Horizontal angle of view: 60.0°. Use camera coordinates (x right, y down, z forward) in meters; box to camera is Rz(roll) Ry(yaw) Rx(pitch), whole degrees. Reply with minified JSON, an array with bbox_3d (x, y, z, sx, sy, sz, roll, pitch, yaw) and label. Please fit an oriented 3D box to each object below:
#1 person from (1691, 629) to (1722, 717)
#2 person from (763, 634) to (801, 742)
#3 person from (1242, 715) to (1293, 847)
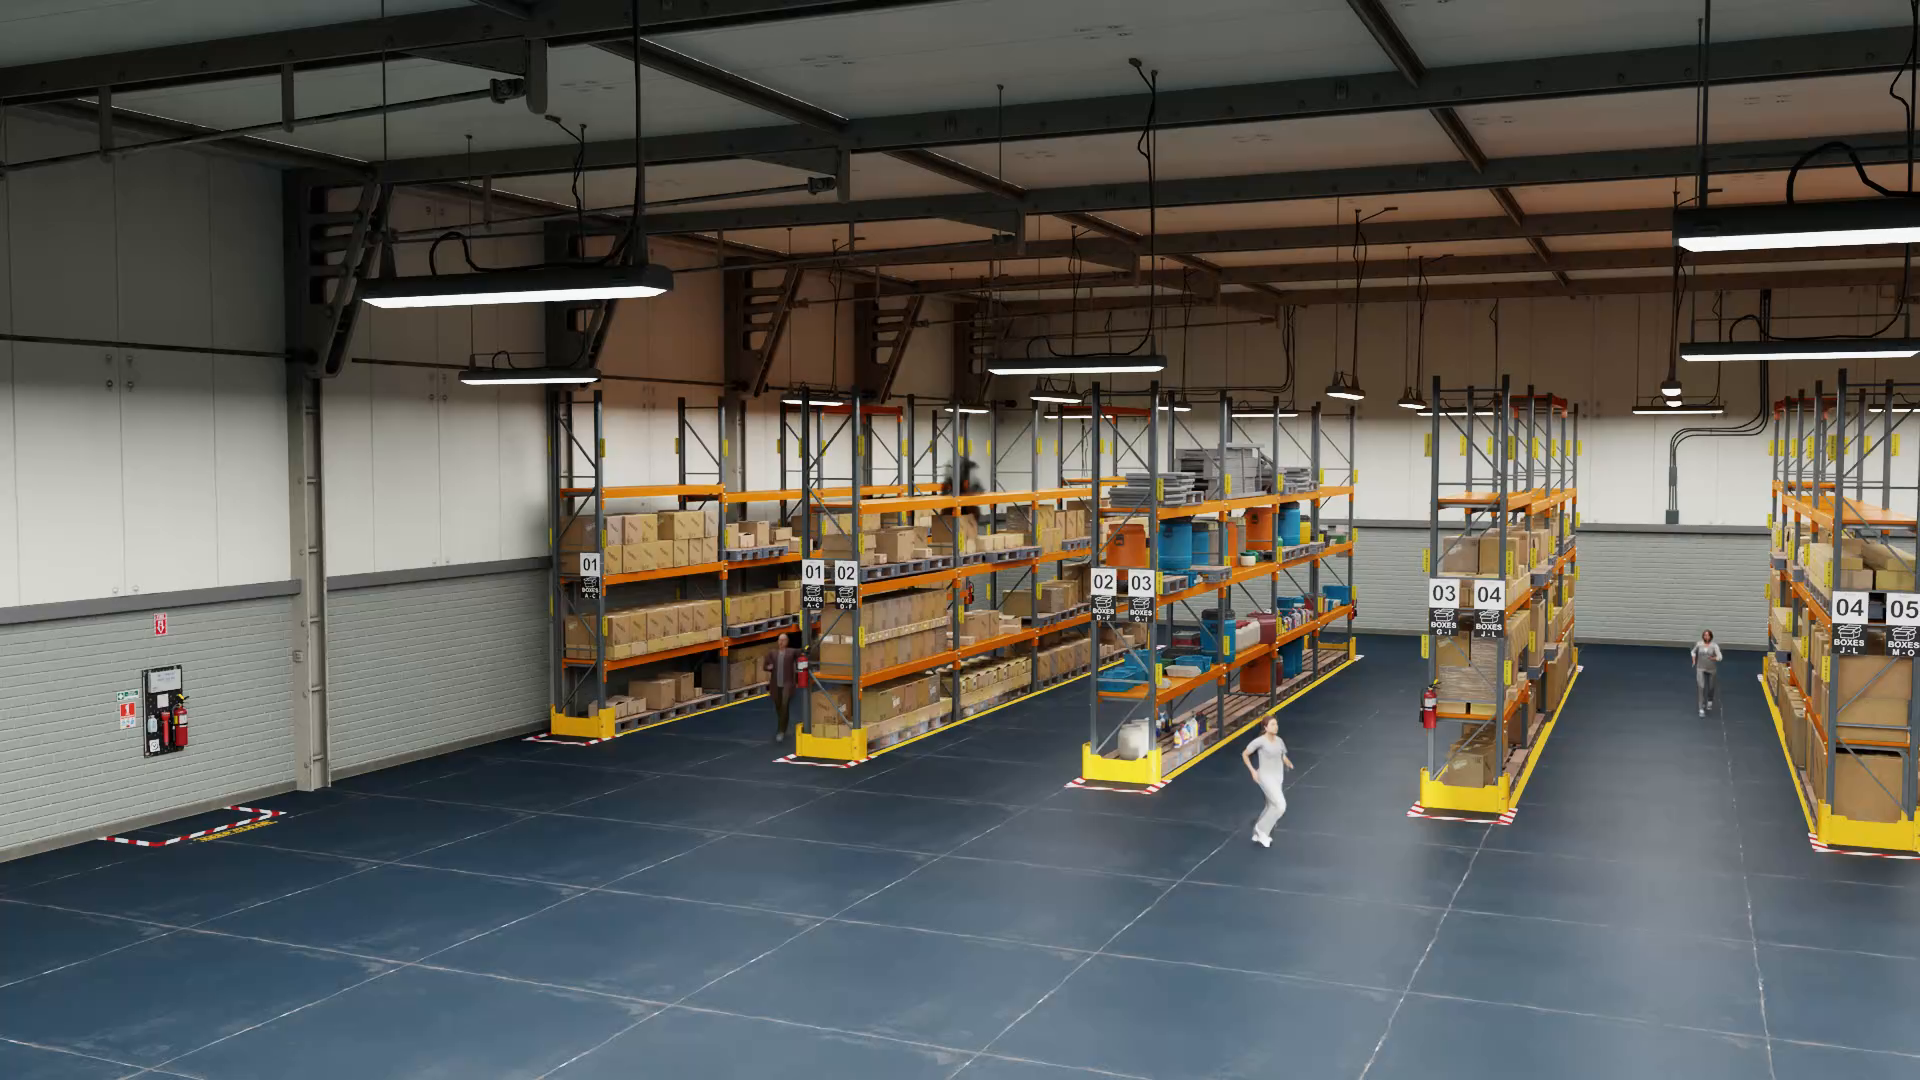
[{"bbox_3d":[13.962,2.464,31.116,0.537,1.587,0.892,1,3,25],"label":"person"},{"bbox_3d":[-3.046,2.502,28.557,0.708,1.785,1.000,1,3,11],"label":"person"},{"bbox_3d":[3.911,3.015,20.771,0.545,1.638,0.597,-3,4,-38],"label":"person"}]
